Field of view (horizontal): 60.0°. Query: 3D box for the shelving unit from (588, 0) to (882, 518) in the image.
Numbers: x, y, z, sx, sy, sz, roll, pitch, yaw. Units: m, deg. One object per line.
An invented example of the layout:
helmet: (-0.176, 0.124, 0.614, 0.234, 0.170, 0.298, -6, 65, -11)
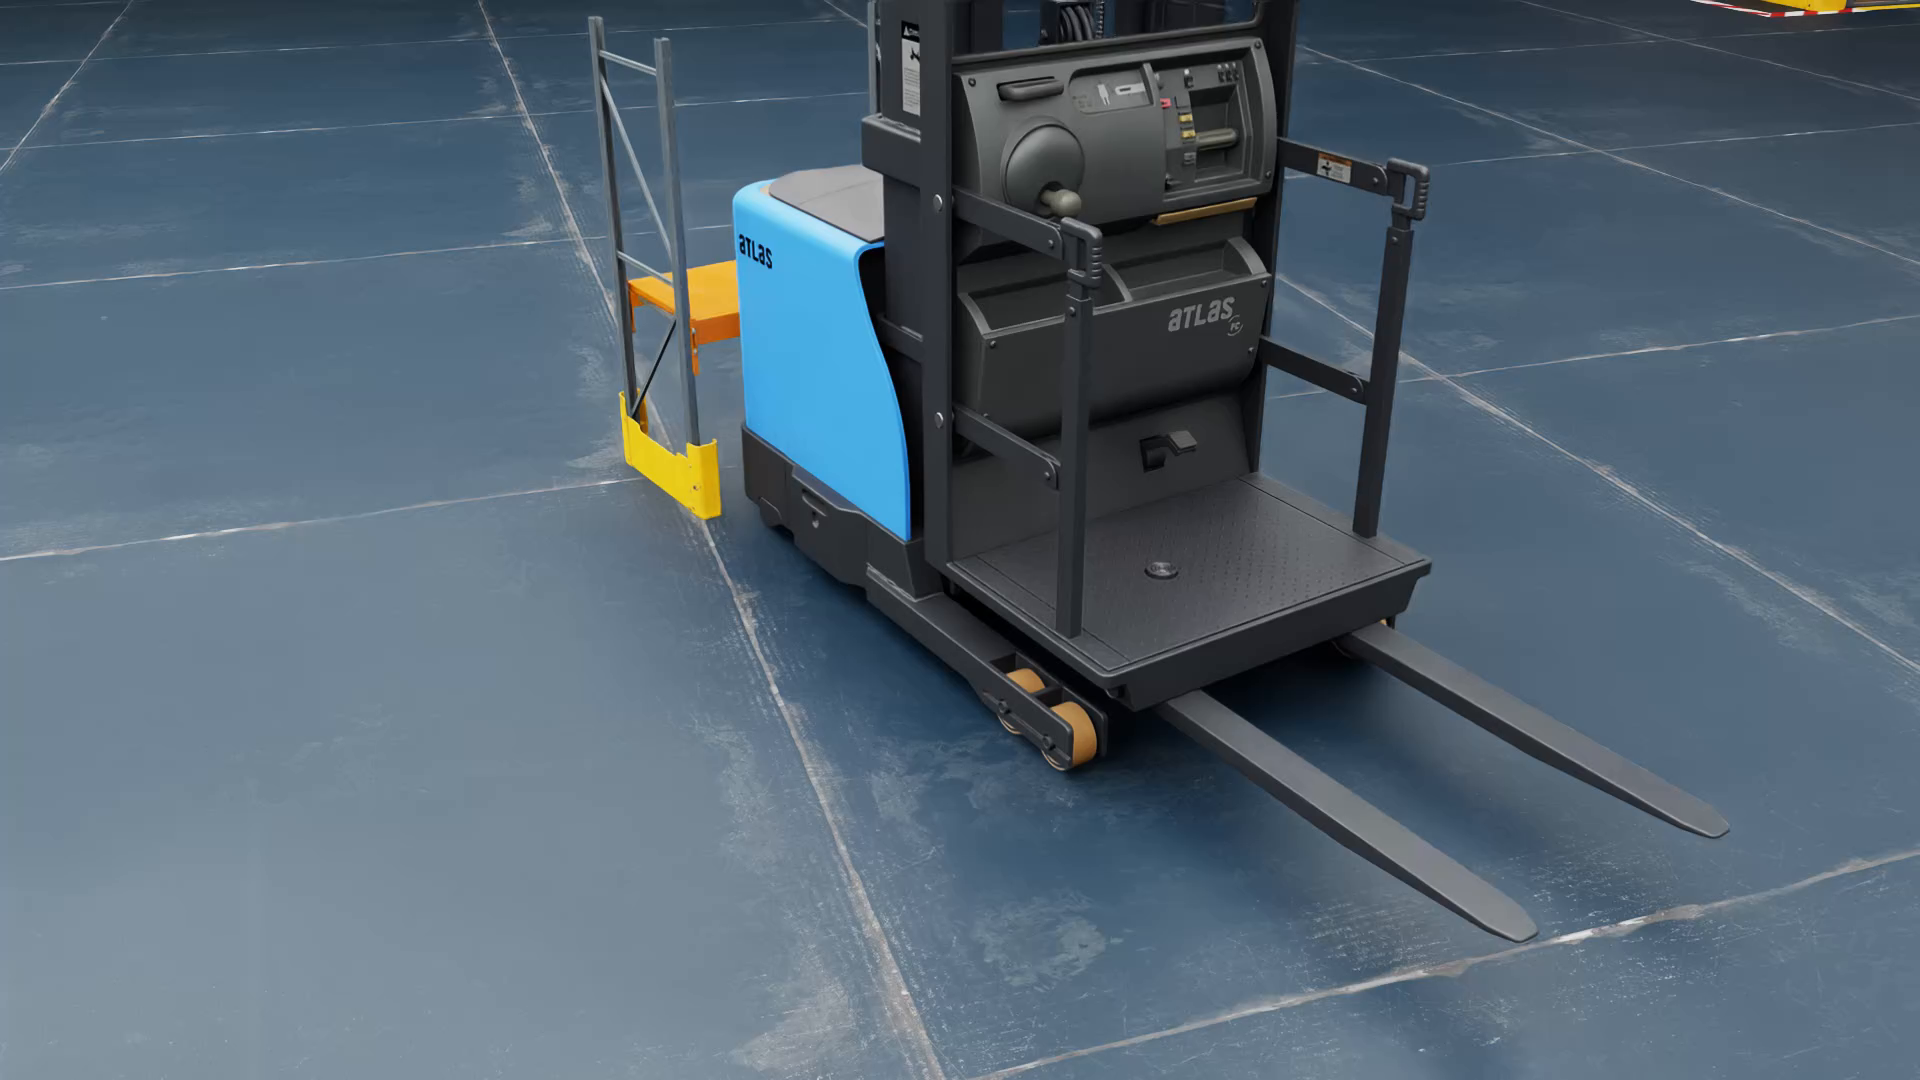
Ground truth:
shelving unit: (-0.567, -0.984, 5.546, 1.083, 1.500, 0.587, -18, 31, -31)

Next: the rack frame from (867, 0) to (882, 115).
rack frame: (-0.160, -1.113, 5.805, 0.032, 1.500, 0.500, -18, 31, -31)

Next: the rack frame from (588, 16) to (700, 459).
rack frame: (-0.989, -0.851, 5.278, 0.032, 1.500, 0.500, -18, 31, -31)

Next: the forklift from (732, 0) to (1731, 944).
forklift: (0.528, -0.985, 3.938, 1.130, 2.935, 3.031, -16, 31, -29)

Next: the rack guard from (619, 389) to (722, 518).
rack guard: (-0.973, -0.296, 5.566, 0.087, 0.250, 0.587, -18, 31, -31)

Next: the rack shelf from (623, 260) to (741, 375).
rack shelf: (-0.575, -0.821, 5.621, 1.000, 0.185, 0.538, -18, 31, -31)

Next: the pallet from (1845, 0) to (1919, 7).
pallet: (8.224, -5.119, 15.323, 1.213, 0.211, 1.003, -8, 28, -16)

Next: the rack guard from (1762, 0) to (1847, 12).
rack guard: (7.487, -5.122, 15.004, 0.348, 0.500, 1.175, -8, 28, -16)
